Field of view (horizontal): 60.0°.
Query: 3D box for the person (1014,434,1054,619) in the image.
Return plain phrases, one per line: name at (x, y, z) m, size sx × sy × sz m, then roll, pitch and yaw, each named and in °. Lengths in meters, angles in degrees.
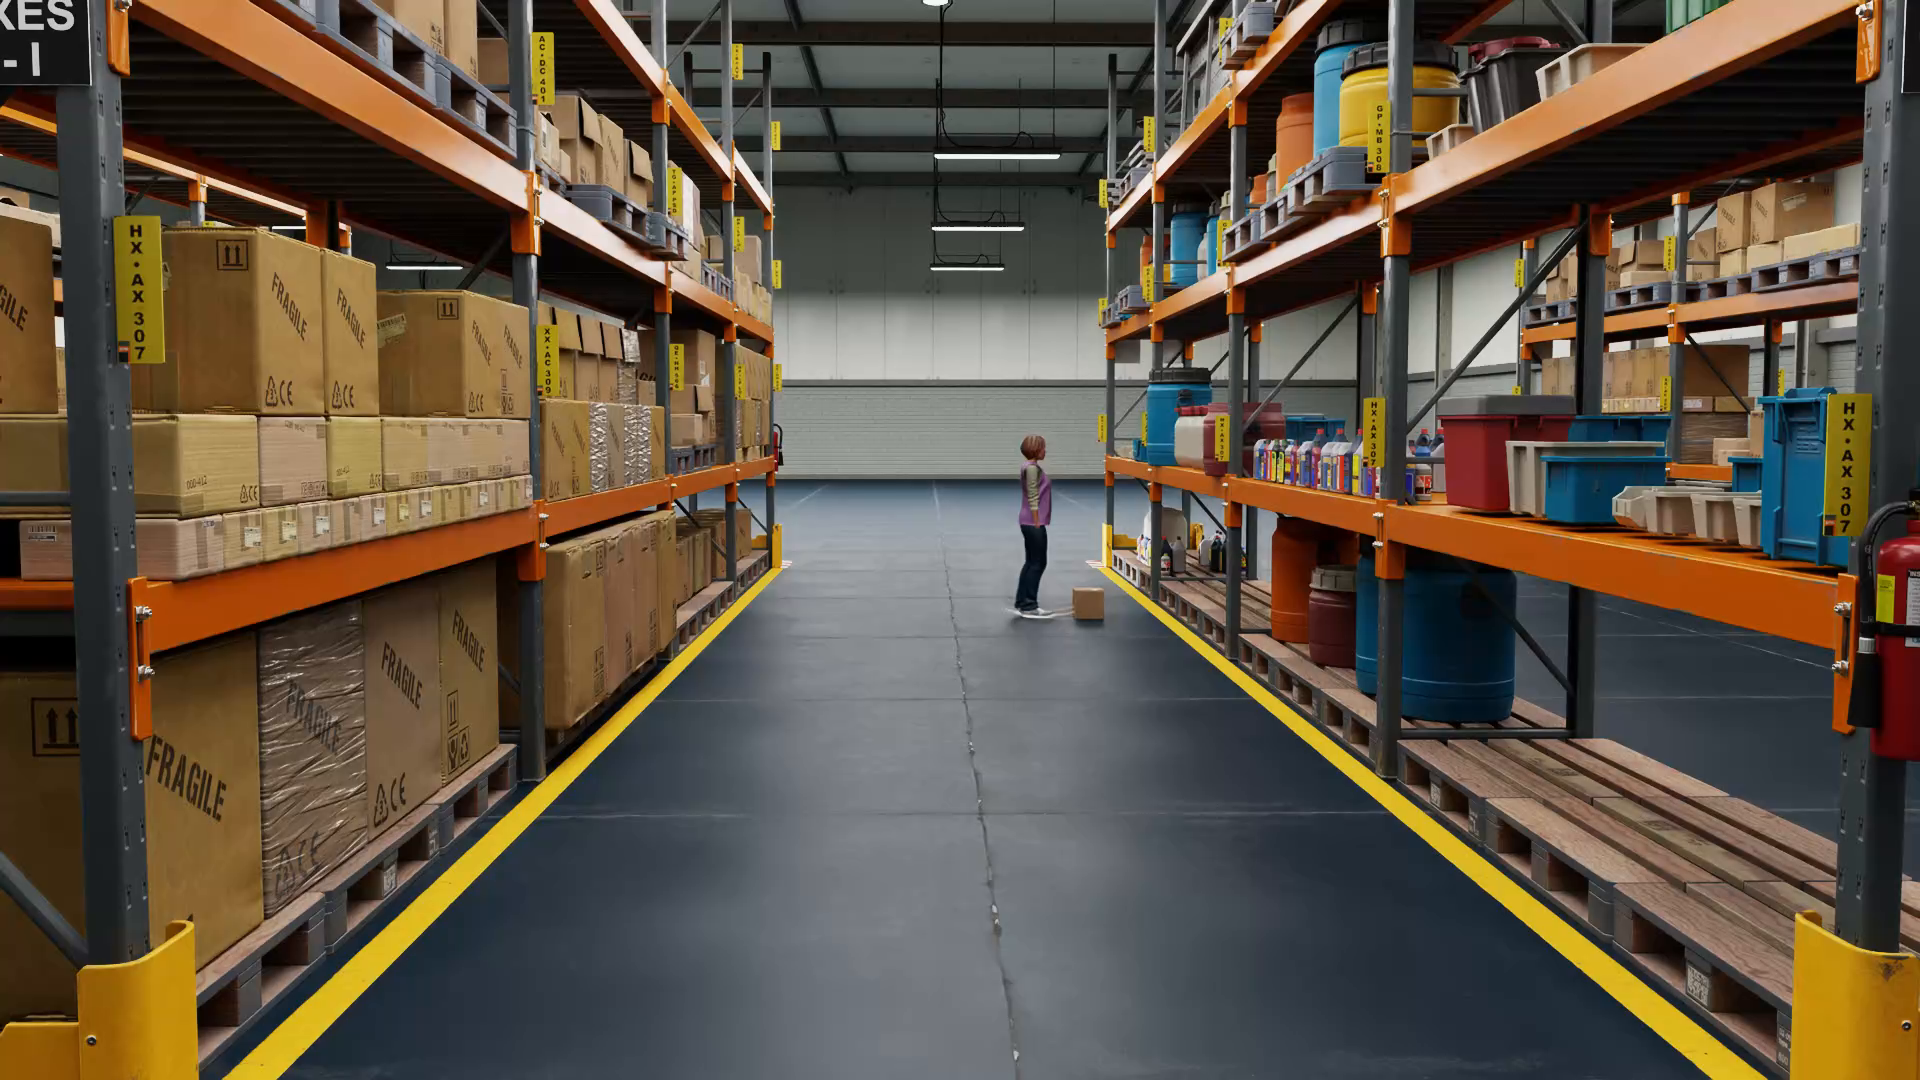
person at (0.645, -0.111, 14.451) m, size 0.338 × 1.612 × 0.406 m, roll 0°, pitch 4°, yaw 0°
